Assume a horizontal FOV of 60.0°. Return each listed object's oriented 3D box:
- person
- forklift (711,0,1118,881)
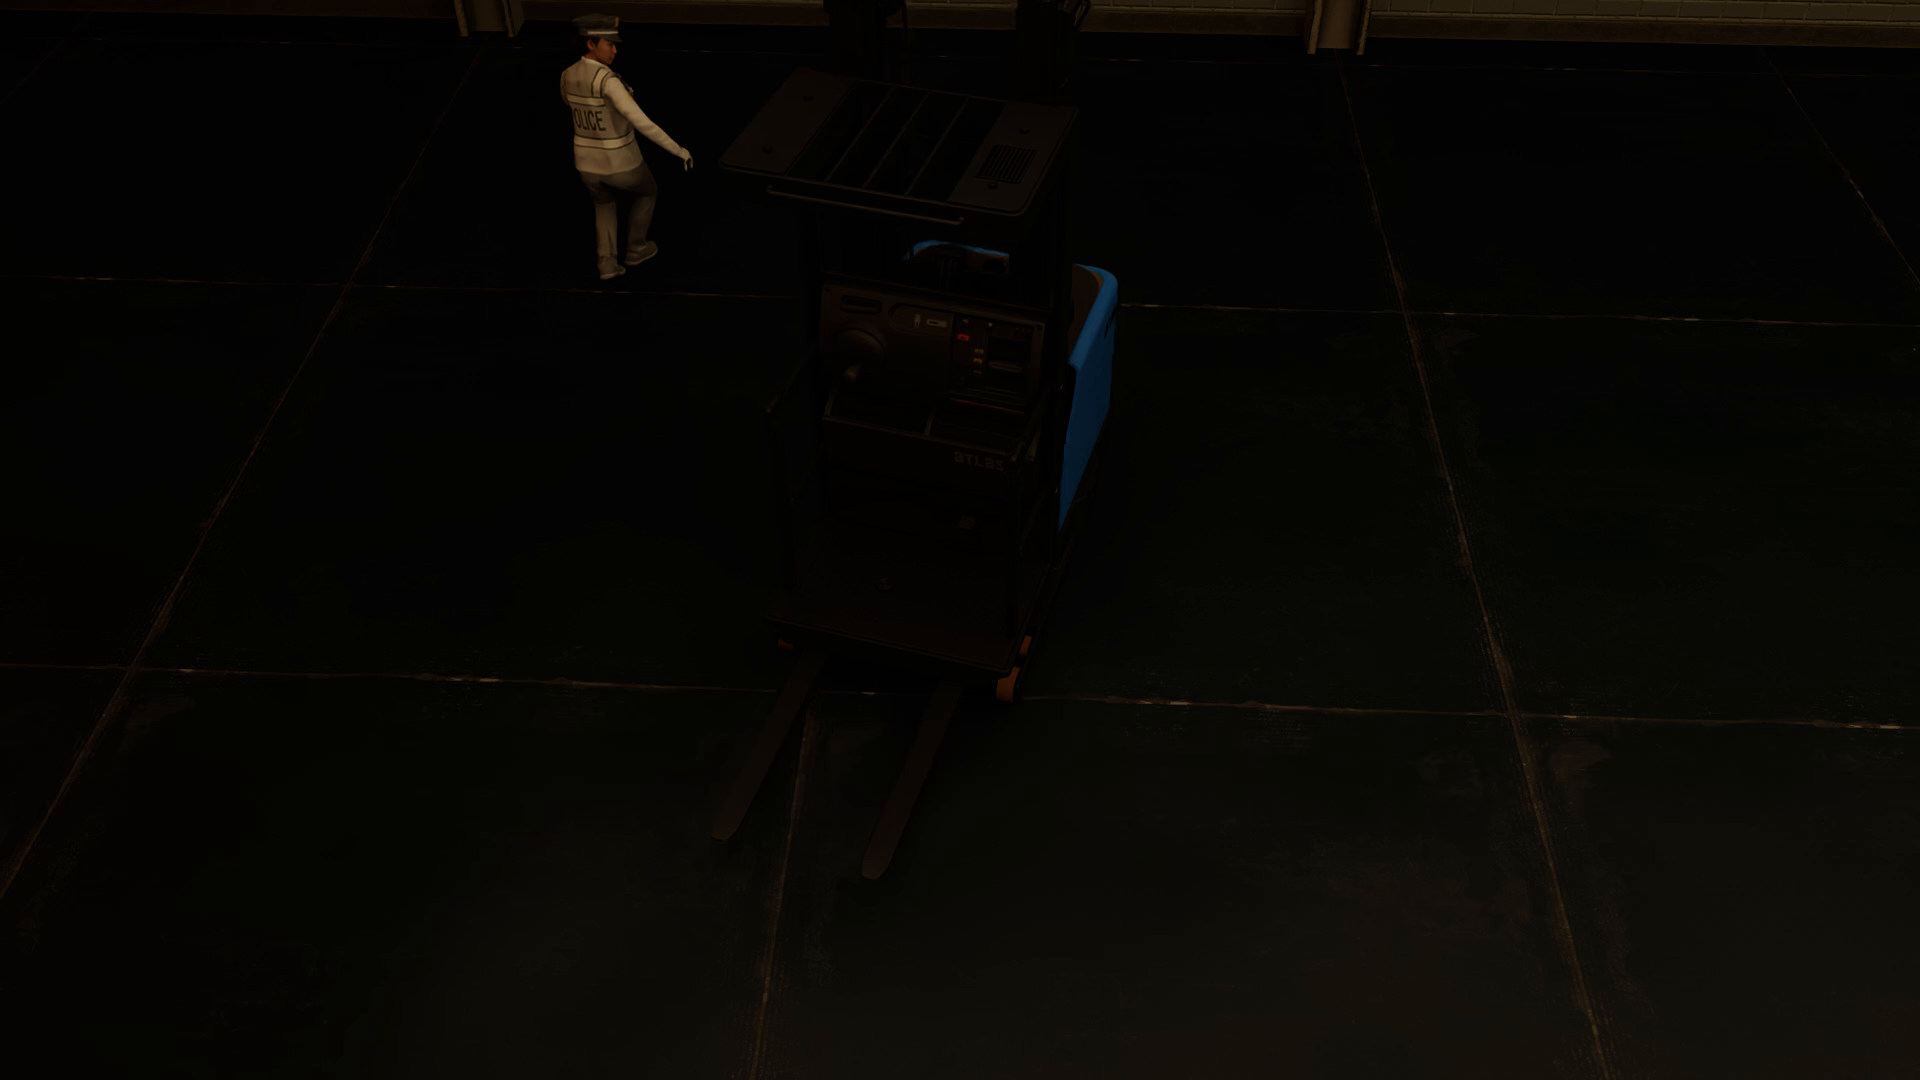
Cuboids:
[{"bbox_3d":[-1.815,-2.151,9.125,0.807,1.556,0.785,14,44,15],"label":"person"},{"bbox_3d":[-0.180,-0.689,6.497,1.130,2.935,3.031,12,44,13],"label":"forklift"}]
